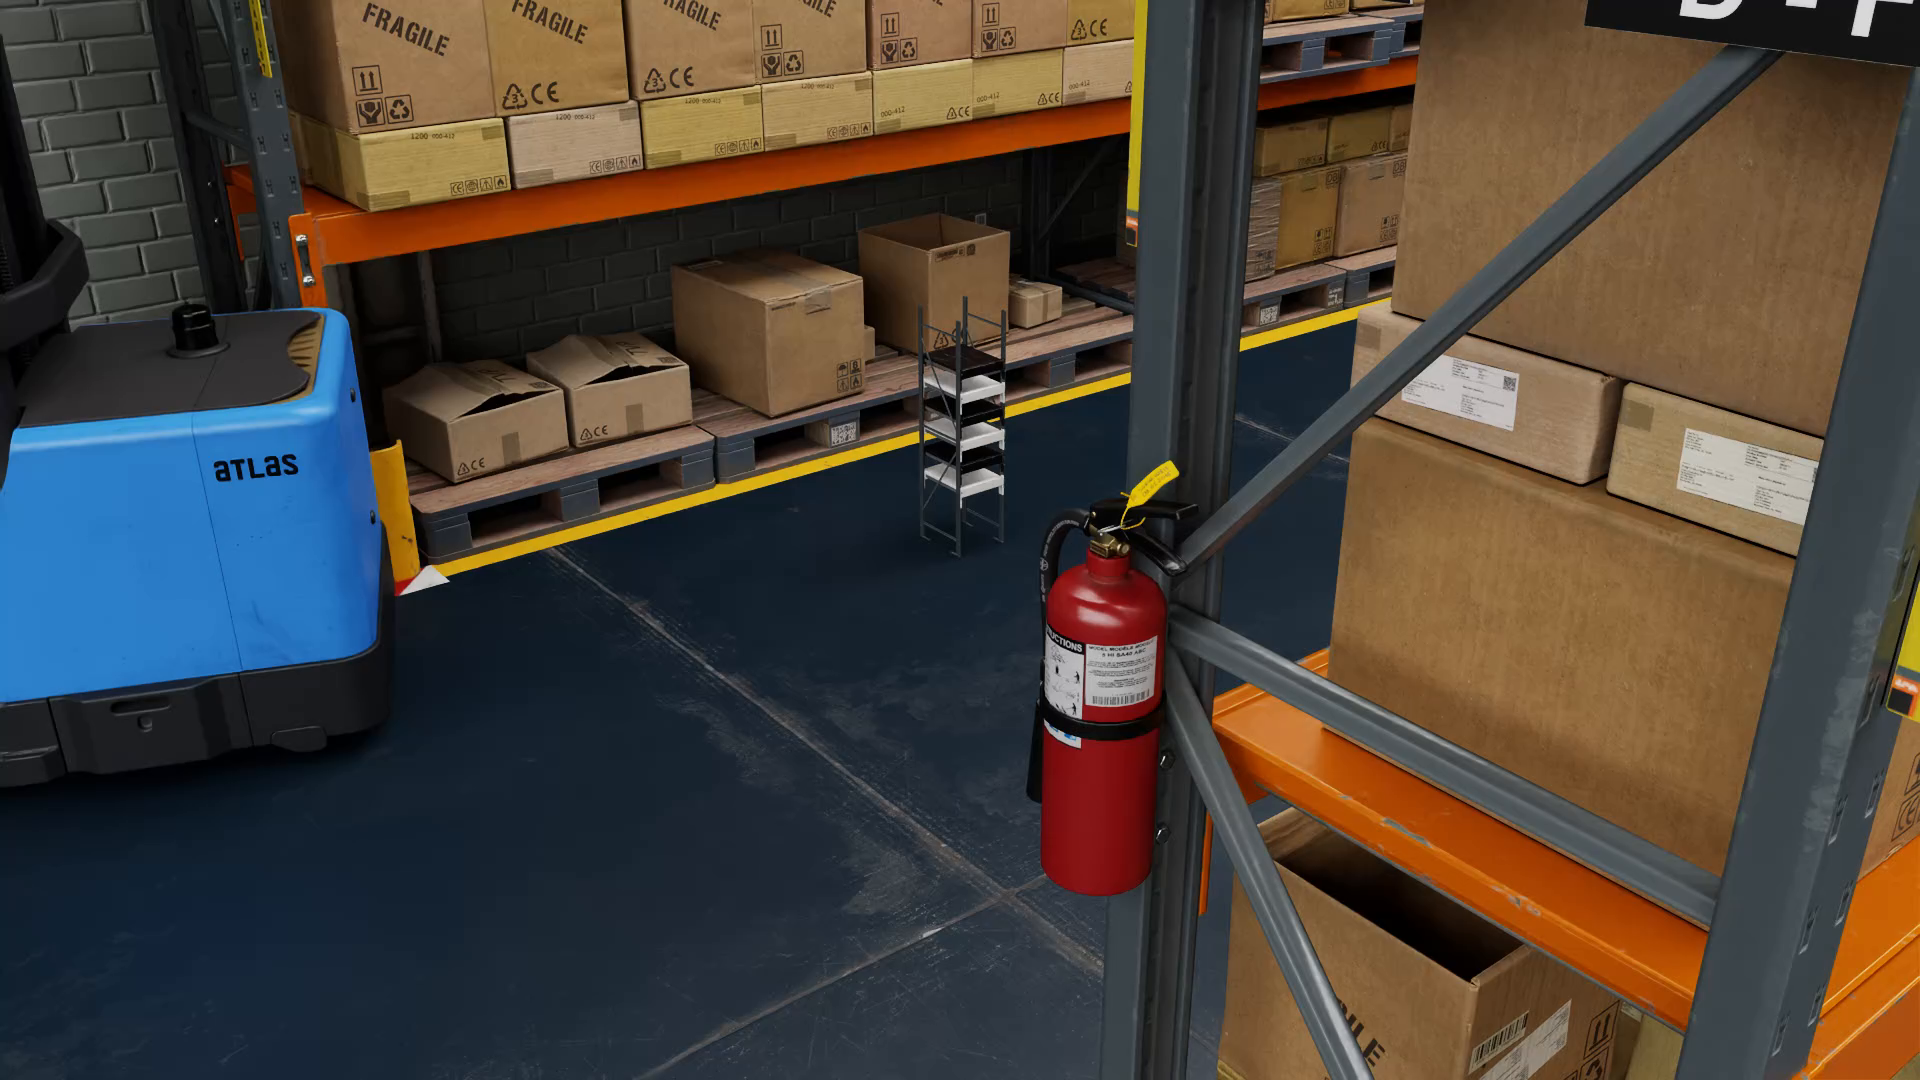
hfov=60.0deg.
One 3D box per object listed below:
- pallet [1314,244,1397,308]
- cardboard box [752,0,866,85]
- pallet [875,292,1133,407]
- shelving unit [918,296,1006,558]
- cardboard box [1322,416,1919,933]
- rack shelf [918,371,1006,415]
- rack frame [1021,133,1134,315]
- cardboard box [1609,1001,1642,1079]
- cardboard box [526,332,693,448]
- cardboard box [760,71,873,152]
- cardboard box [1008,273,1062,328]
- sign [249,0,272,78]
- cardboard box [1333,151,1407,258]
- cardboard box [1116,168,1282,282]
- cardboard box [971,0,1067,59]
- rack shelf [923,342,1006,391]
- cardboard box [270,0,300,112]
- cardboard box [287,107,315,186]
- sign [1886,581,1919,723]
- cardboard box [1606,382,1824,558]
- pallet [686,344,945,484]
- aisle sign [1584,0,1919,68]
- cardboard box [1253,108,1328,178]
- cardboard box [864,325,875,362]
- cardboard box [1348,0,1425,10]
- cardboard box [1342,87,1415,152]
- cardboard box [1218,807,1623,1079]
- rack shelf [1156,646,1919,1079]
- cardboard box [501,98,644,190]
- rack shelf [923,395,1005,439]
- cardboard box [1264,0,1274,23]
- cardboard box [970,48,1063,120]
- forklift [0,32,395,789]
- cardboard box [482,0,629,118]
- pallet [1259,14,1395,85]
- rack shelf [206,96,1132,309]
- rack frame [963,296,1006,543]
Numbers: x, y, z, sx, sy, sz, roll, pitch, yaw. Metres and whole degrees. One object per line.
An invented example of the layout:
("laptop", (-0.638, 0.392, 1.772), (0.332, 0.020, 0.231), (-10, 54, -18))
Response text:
("pallet", (2.246, -1.662, 9.579), (1.213, 0.211, 1.003), (-18, 31, -34))
("cardboard box", (-0.709, -2.067, 6.404), (0.500, 0.500, 0.500), (-17, 30, -32))
("pallet", (0.167, -0.954, 8.055), (1.213, 0.211, 1.003), (-18, 31, -34))
("shelving unit", (0.006, -0.410, 6.065), (0.210, 0.900, 0.258), (-18, 31, -34))
("cardboard box", (0.961, 0.112, 2.327), (0.500, 0.500, 0.700), (-18, 31, -34))
("rack shelf", (0.006, -0.543, 6.003), (0.200, 0.077, 0.258), (-18, 31, -34))
("rack frame", (0.673, -2.405, 7.869), (0.127, 3.000, 1.000), (-18, 31, -34))
("cardboard box", (1.211, 0.960, 3.386), (0.500, 0.250, 0.500), (-18, 31, -34))
("cardboard box", (-1.426, -0.644, 6.746), (0.500, 0.311, 0.500), (-15, 29, -30))
("cardboard box", (-0.691, -1.729, 6.567), (0.500, 0.250, 0.500), (-18, 30, -34))
("cardboard box", (0.271, -1.170, 8.052), (0.380, 0.166, 0.250), (22, 33, 39))
("sign", (-2.139, -1.579, 5.061), (0.005, 0.325, 0.100), (-18, 31, -34))
("cardboard box", (2.044, -1.937, 9.308), (0.500, 0.500, 0.700), (-18, 30, -33))
("cardboard box", (1.242, -1.667, 8.726), (0.500, 0.500, 0.700), (-17, 30, -32))
("cardboard box", (0.103, -2.329, 6.970), (0.500, 0.500, 0.500), (-18, 31, -34))
("rack shelf", (0.006, -0.625, 5.965), (0.200, 0.077, 0.258), (-18, 31, -34))
("cardboard box", (-2.235, -1.840, 5.915), (0.500, 0.500, 0.500), (-19, 31, -35))
("cardboard box", (-2.226, -1.493, 6.057), (0.500, 0.250, 0.500), (-18, 30, -33))
("sign", (0.923, 0.031, 1.498), (0.005, 0.325, 0.100), (-18, 31, -34))
("cardboard box", (1.027, -0.096, 2.005), (0.250, 0.149, 0.380), (-19, 31, -34))
("pallet", (-0.794, -0.635, 7.368), (1.213, 0.211, 1.003), (-18, 31, -34))
("aisle sign", (0.723, -0.787, 1.294), (0.004, 0.787, 0.394), (-18, 31, -34))
("cardboard box", (1.587, -2.123, 8.817), (0.500, 0.250, 0.500), (-19, 31, -35))
("cardboard box", (-0.598, -0.903, 7.496), (0.250, 0.149, 0.380), (-21, 32, -38))
("cardboard box", (2.038, -3.095, 8.714), (0.500, 0.500, 0.700), (-14, 28, -27))
("cardboard box", (2.398, -2.383, 9.378), (0.500, 0.250, 0.500), (-18, 31, -34))
("cardboard box", (0.824, 0.753, 2.941), (0.500, 0.500, 0.500), (-18, 31, -34))
("rack shelf", (2.159, 0.081, 3.367), (4.000, 0.370, 1.077), (-18, 31, -34))
("cardboard box", (-1.495, -1.468, 6.005), (0.500, 0.250, 0.500), (-19, 31, -36))
("rack shelf", (0.006, -0.462, 6.041), (0.200, 0.077, 0.258), (-18, 31, -34))
("cardboard box", (1.095, -2.771, 8.016), (0.500, 0.500, 0.700), (-18, 30, -34))
("cardboard box", (0.090, -1.996, 7.142), (0.500, 0.250, 0.500), (-18, 30, -34))
("forklift", (-3.274, -0.744, 4.371), (3.031, 2.935, 1.130), (-7, 26, -15))
("cardboard box", (-1.518, -1.797, 5.822), (0.500, 0.500, 0.500), (-18, 30, -34))
("pallet", (1.365, -2.468, 8.233), (1.213, 0.211, 1.003), (-18, 31, -34))
("rack shelf", (-0.900, -1.559, 6.901), (4.000, 0.370, 1.077), (-18, 31, -34))
("rack frame", (0.086, -0.437, 6.122), (0.006, 0.900, 0.240), (-18, 31, -34))
